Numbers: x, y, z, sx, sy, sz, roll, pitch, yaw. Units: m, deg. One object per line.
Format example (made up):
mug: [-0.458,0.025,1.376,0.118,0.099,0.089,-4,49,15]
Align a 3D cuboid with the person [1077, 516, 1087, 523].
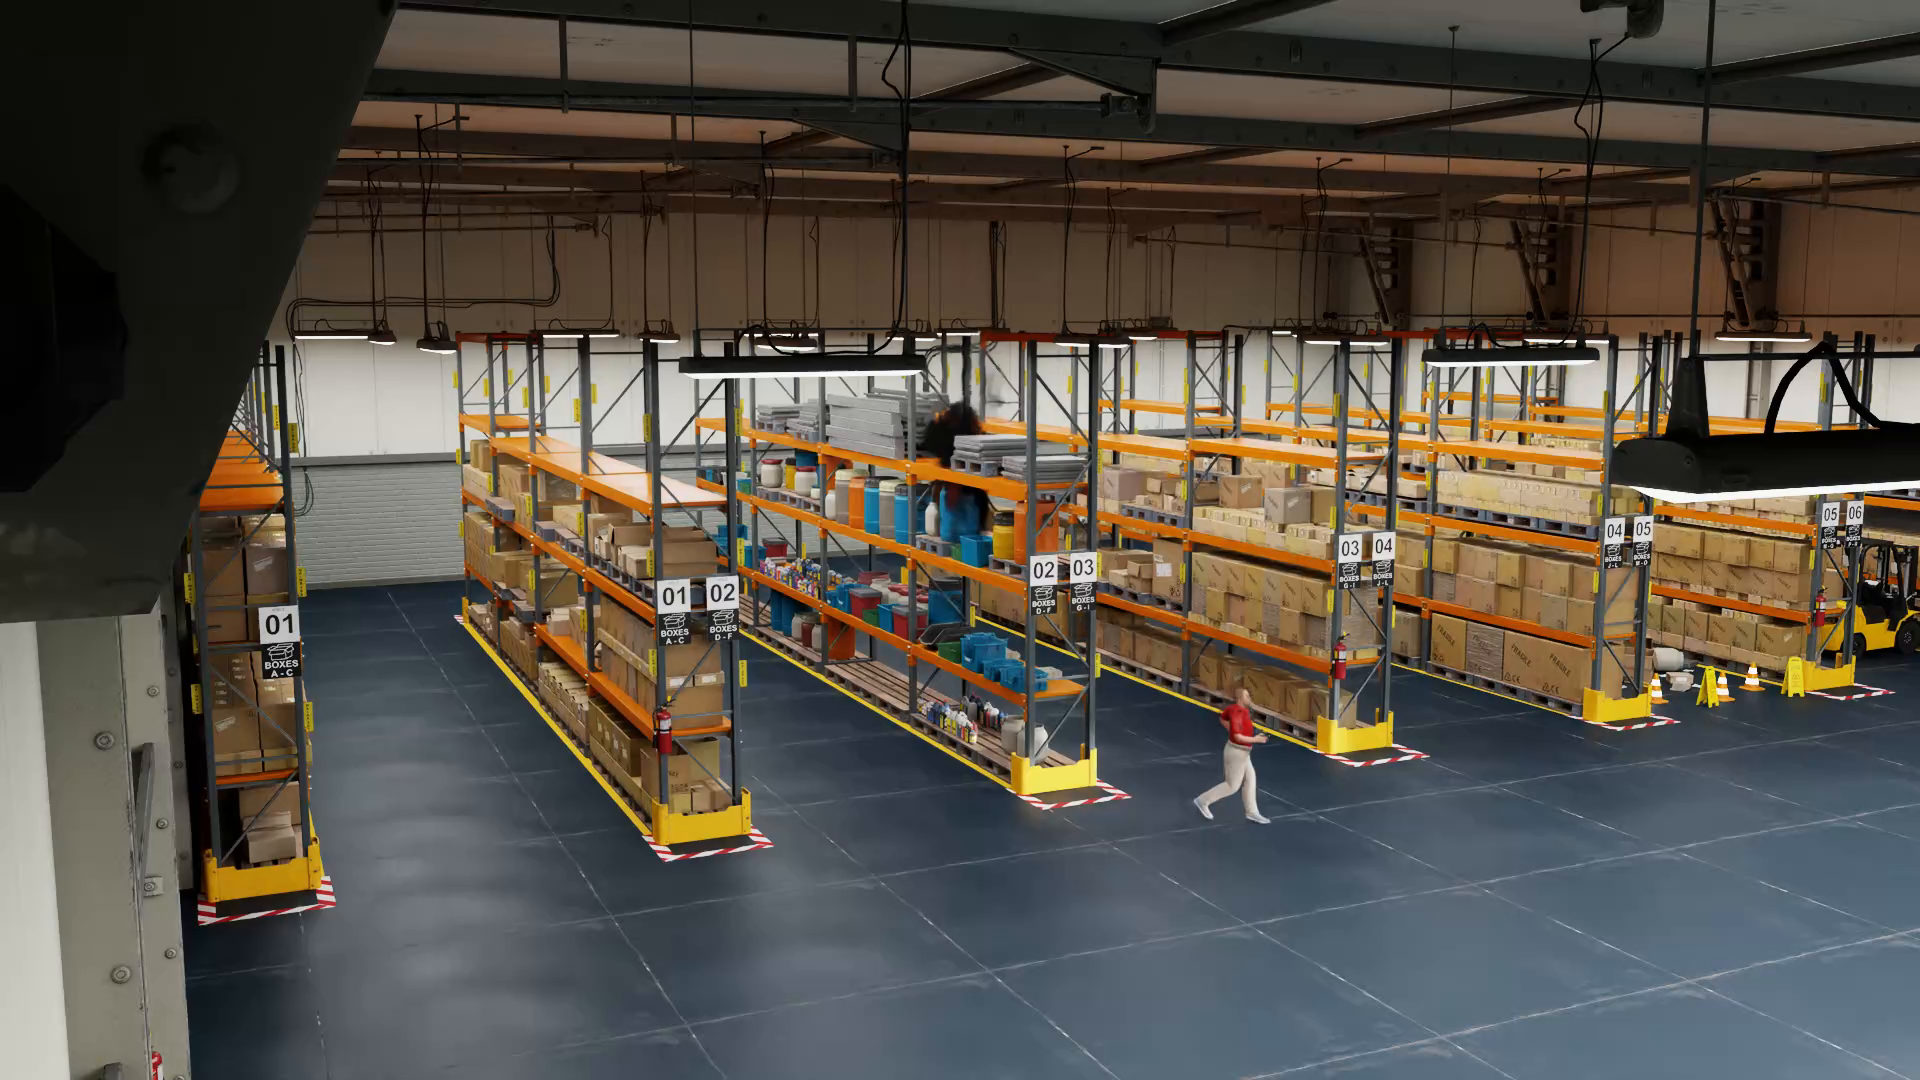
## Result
person: [3.042,-0.086,41.559,0.524,1.642,0.602,-6,10,-39]

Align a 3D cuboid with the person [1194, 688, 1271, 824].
person: [3.412,2.699,20.758,0.968,1.742,0.672,1,8,7]

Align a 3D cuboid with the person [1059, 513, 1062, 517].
person: [2.120,0.132,39.889,0.825,1.652,0.506,0,8,3]
